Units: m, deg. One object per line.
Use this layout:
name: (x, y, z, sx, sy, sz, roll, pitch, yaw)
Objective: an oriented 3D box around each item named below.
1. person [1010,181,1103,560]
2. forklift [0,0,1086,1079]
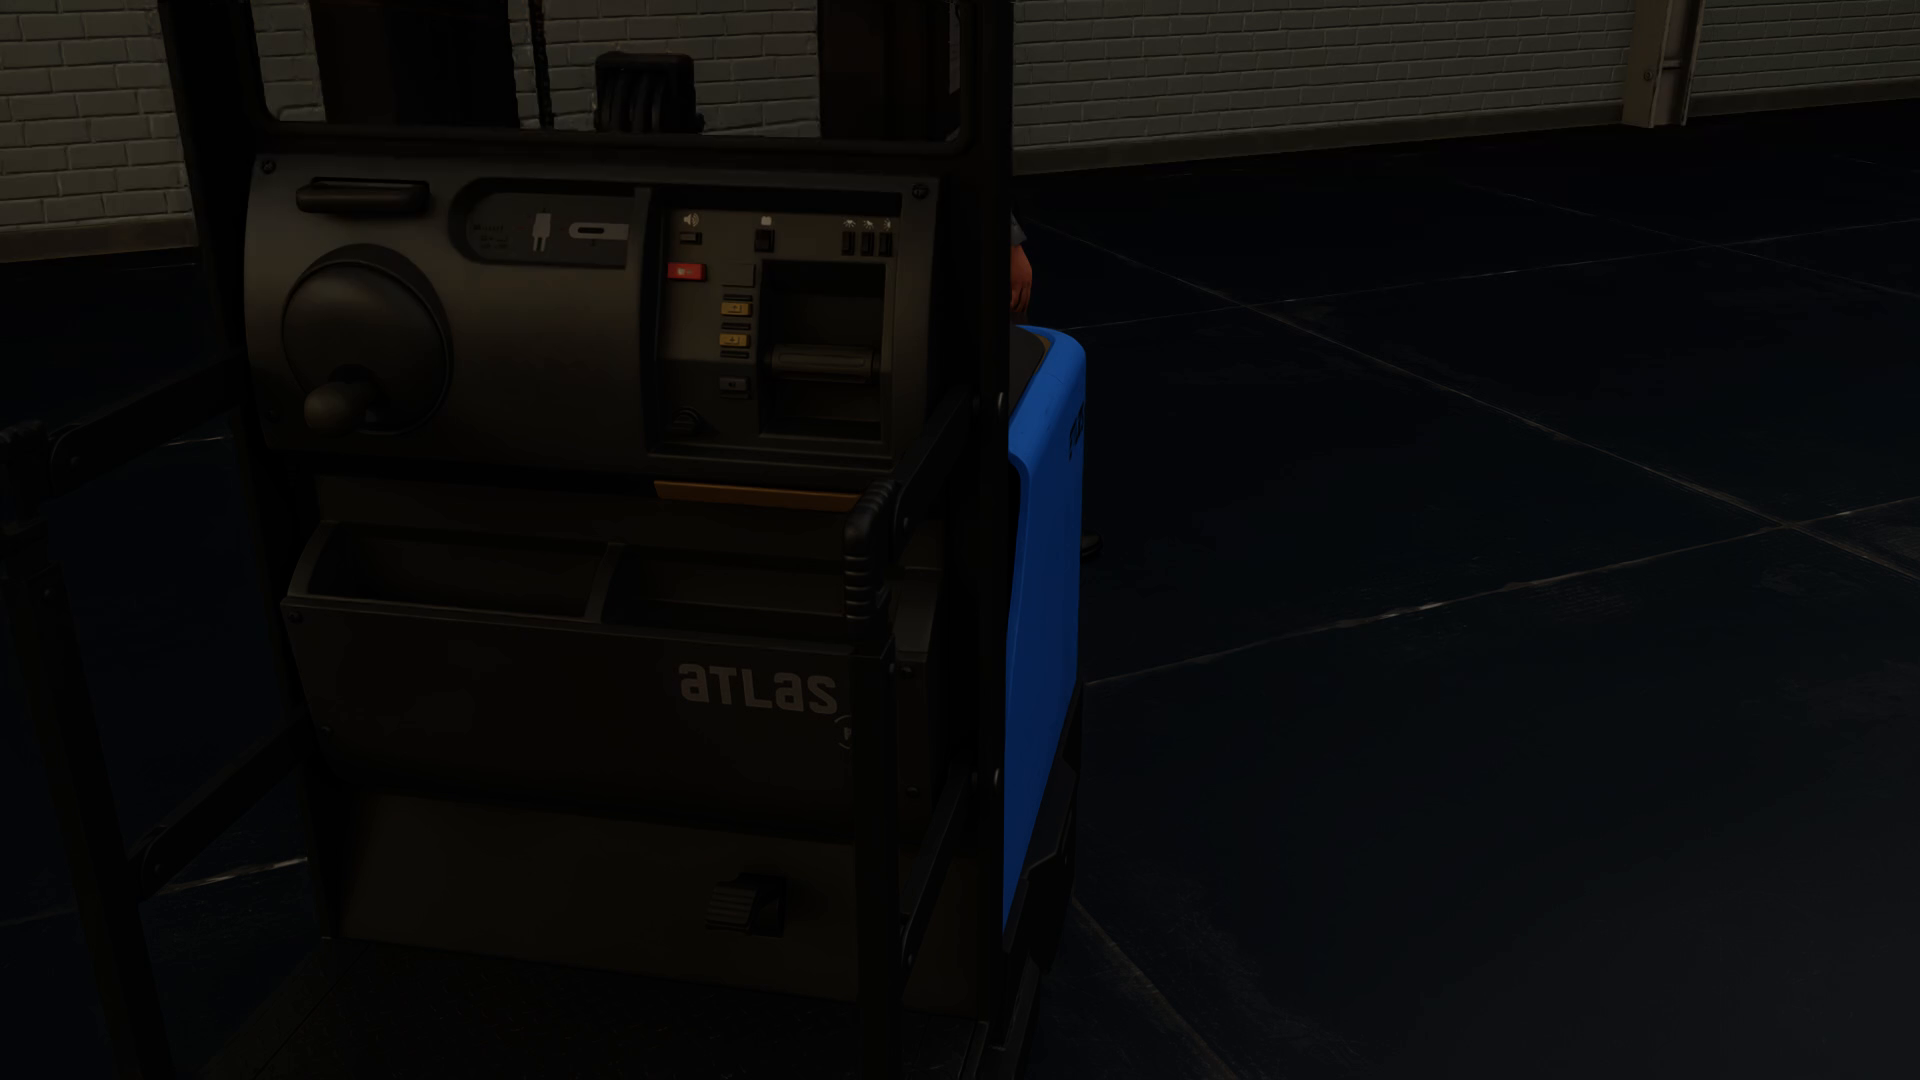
person: (0.059, -0.809, 4.791, 0.568, 1.720, 0.632, -10, 25, -23)
forklift: (-0.525, -0.273, 1.944, 1.130, 2.935, 3.031, 4, 23, 10)
